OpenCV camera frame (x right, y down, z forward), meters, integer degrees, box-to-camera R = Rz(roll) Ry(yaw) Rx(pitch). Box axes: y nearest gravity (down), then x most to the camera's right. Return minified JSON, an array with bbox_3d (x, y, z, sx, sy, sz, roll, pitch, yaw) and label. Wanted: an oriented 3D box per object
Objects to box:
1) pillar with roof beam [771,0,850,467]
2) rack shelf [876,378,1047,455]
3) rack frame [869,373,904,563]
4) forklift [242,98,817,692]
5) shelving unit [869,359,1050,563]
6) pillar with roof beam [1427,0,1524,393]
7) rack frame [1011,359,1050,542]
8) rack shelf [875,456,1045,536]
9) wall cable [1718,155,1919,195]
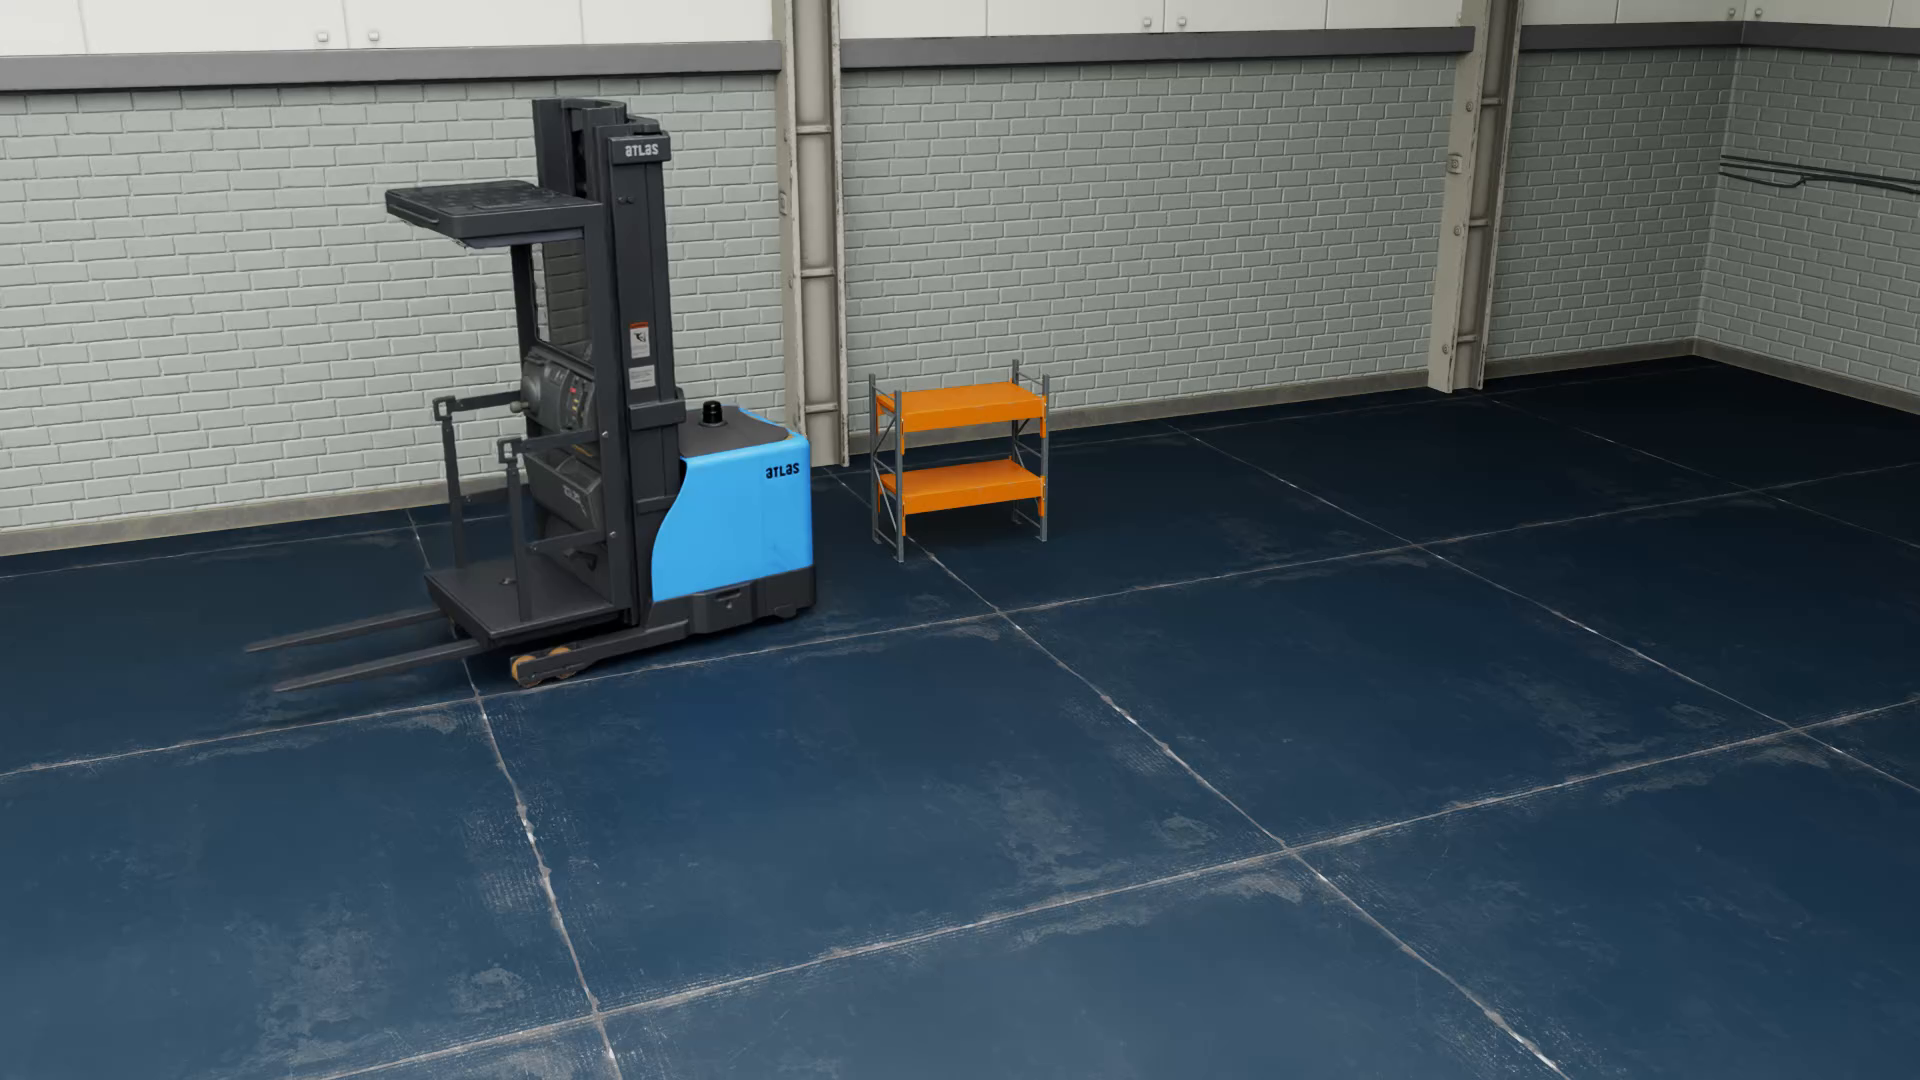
[{"bbox_3d":[0.628,-3.514,7.453,0.400,9.000,9.100,-8,21,-22],"label":"pillar with roof beam"},{"bbox_3d":[-0.006,-0.806,10.735,1.000,0.278,0.538,-8,21,-22],"label":"rack shelf"},{"bbox_3d":[-0.473,-0.463,10.643,0.032,1.125,0.500,-8,21,-22],"label":"rack frame"},{"bbox_3d":[-2.342,-0.802,8.887,3.031,2.935,1.130,-13,23,-33],"label":"forklift"},{"bbox_3d":[-0.006,-0.530,10.833,1.048,1.125,0.538,-8,21,-22],"label":"shelving unit"},{"bbox_3d":[6.137,-4.304,9.695,0.400,9.000,9.100,-8,21,-22],"label":"pillar with roof beam"},{"bbox_3d":[0.461,-0.597,11.023,0.032,1.125,0.500,-8,21,-22],"label":"rack frame"},{"bbox_3d":[-0.006,-0.299,10.914,1.000,0.278,0.538,-8,21,-22],"label":"rack shelf"},{"bbox_3d":[7.661,-4.136,13.895,0.112,2.526,3.097,-8,21,-22],"label":"wall cable"}]
